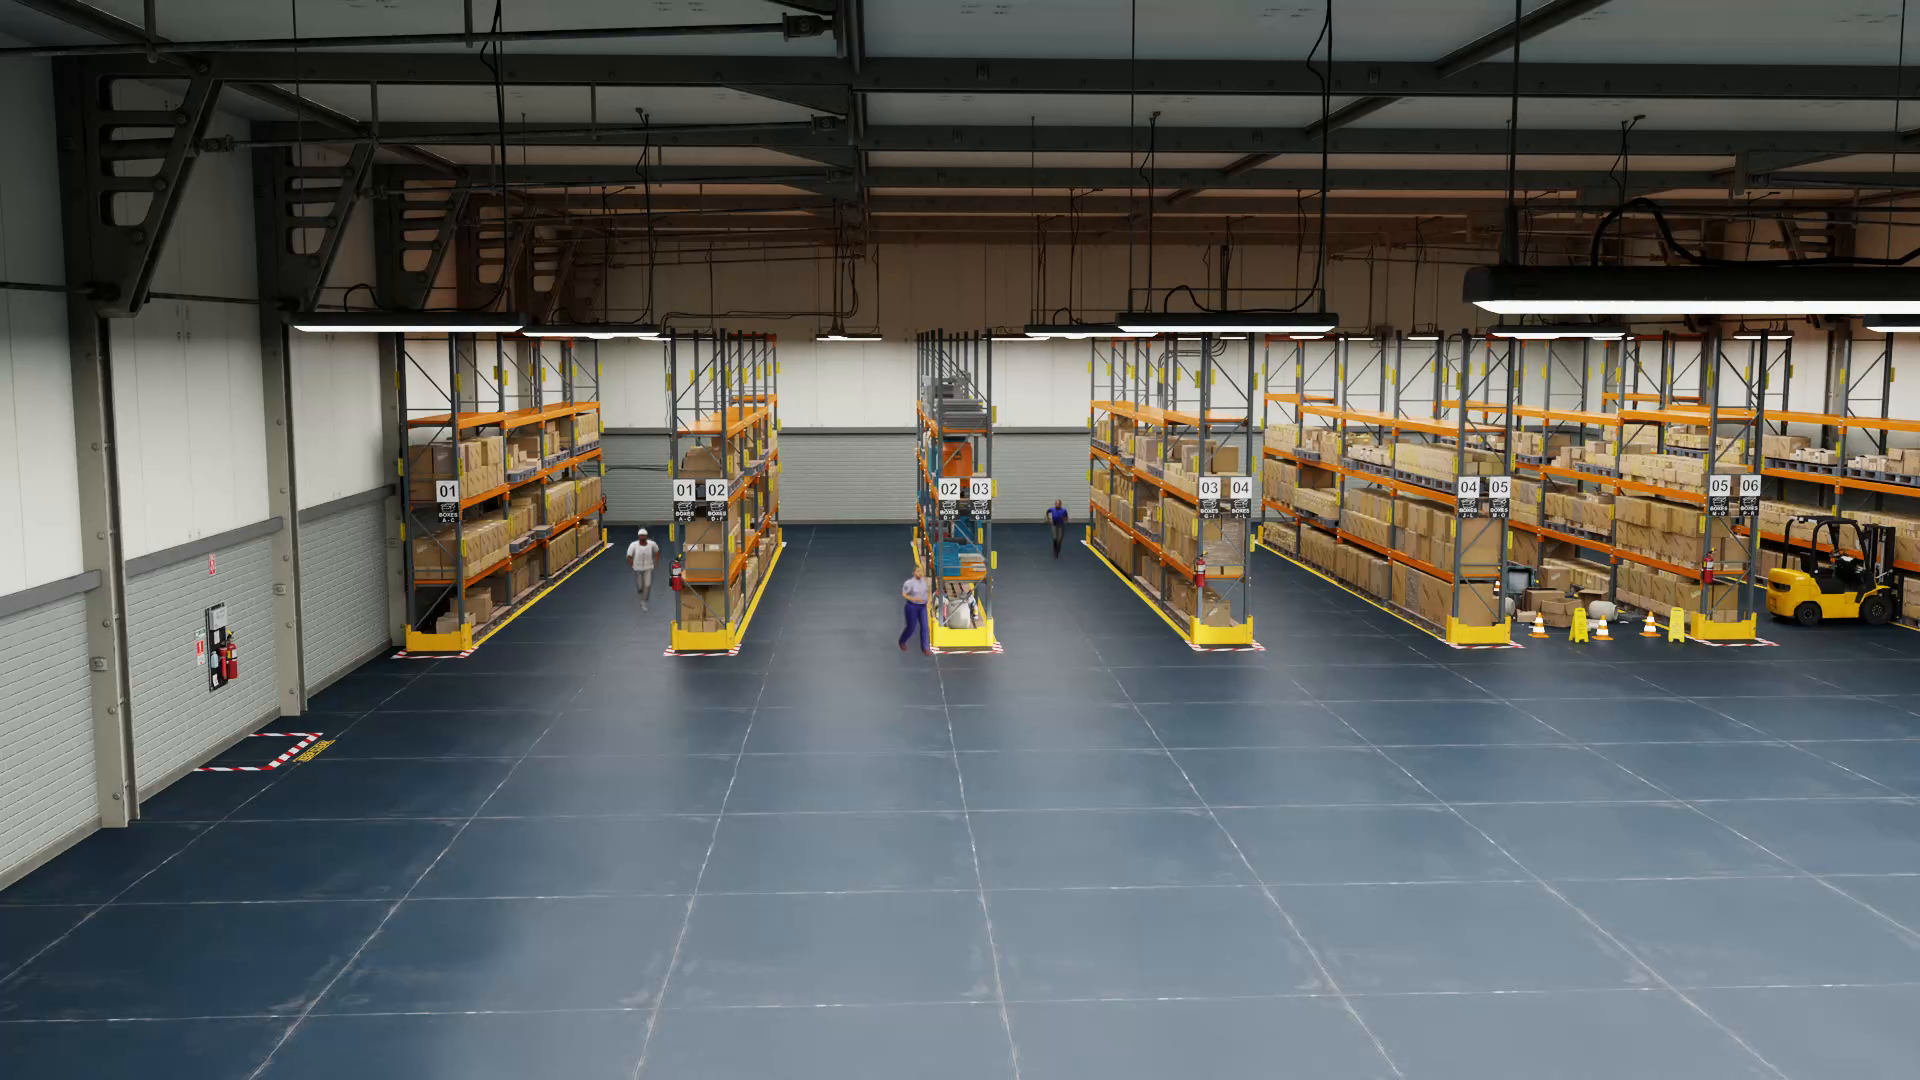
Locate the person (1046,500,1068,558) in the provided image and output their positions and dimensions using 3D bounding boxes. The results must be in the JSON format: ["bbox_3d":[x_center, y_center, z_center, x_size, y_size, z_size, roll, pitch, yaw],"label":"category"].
[{"bbox_3d":[2.590,-0.303,44.307,0.564,1.575,0.855,0,7,-2],"label":"person"}]

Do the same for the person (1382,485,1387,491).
[{"bbox_3d":[12.648,-0.915,49.352,1.031,1.643,0.601,-2,7,-18],"label":"person"}]

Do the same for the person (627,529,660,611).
[{"bbox_3d":[-6.856,0.634,36.050,0.708,1.765,0.824,-1,7,-11],"label":"person"}]

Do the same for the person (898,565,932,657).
[{"bbox_3d":[-0.815,1.296,30.712,0.626,1.680,0.828,-5,8,-35],"label":"person"}]
